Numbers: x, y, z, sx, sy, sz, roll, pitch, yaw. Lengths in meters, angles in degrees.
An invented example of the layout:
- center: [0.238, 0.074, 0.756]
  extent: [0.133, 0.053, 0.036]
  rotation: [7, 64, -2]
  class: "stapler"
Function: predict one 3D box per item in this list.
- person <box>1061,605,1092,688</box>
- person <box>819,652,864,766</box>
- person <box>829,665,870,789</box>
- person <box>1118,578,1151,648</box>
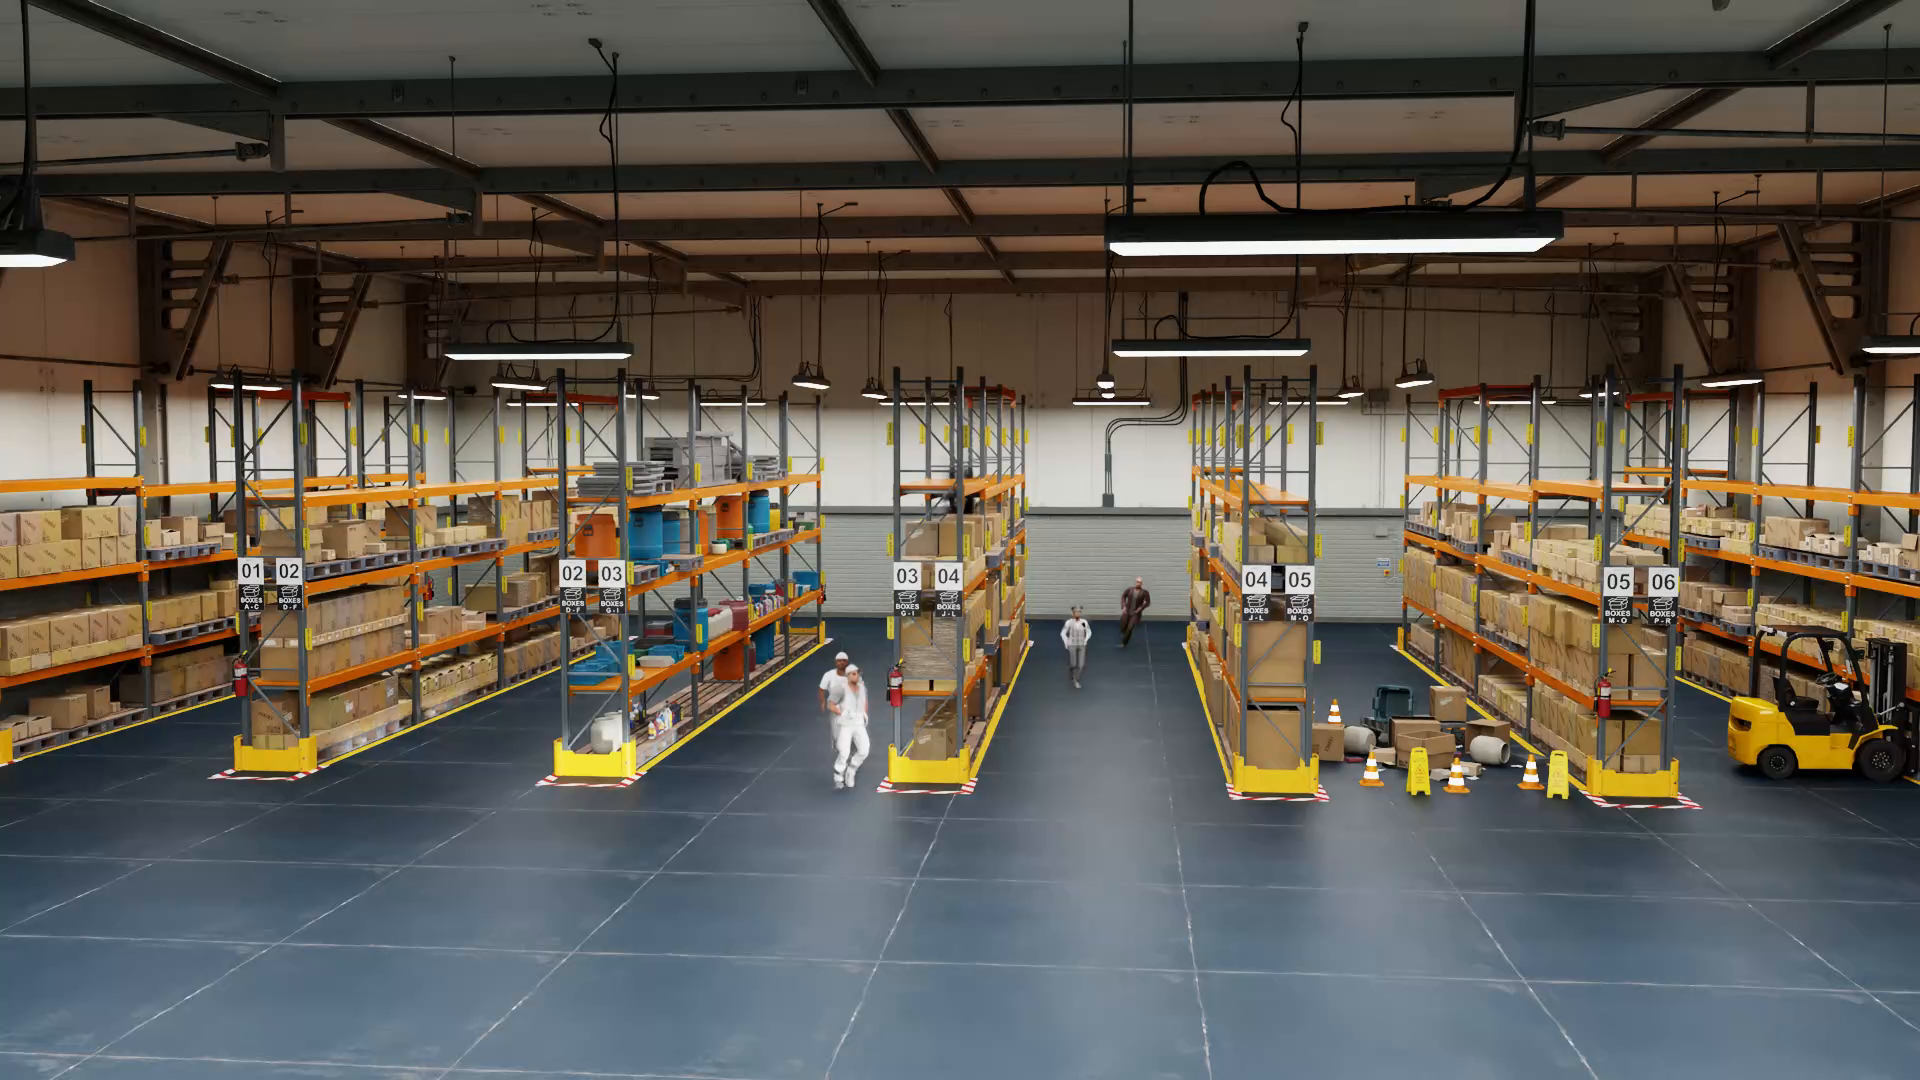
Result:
- center: [2.335, 2.117, 33.276]
  extent: [0.608, 1.657, 0.555]
  rotation: [0, 4, -5]
  class: "person"
- center: [-1.803, 2.567, 25.421]
  extent: [0.702, 1.721, 0.589]
  rotation: [0, 4, -7]
  class: "person"
- center: [-1.517, 2.649, 23.597]
  extent: [0.666, 1.759, 0.602]
  rotation: [-2, 4, -28]
  class: "person"
- center: [4.120, 1.719, 39.329]
  extent: [0.771, 1.676, 0.597]
  rotation: [1, 4, 19]
  class: "person"
